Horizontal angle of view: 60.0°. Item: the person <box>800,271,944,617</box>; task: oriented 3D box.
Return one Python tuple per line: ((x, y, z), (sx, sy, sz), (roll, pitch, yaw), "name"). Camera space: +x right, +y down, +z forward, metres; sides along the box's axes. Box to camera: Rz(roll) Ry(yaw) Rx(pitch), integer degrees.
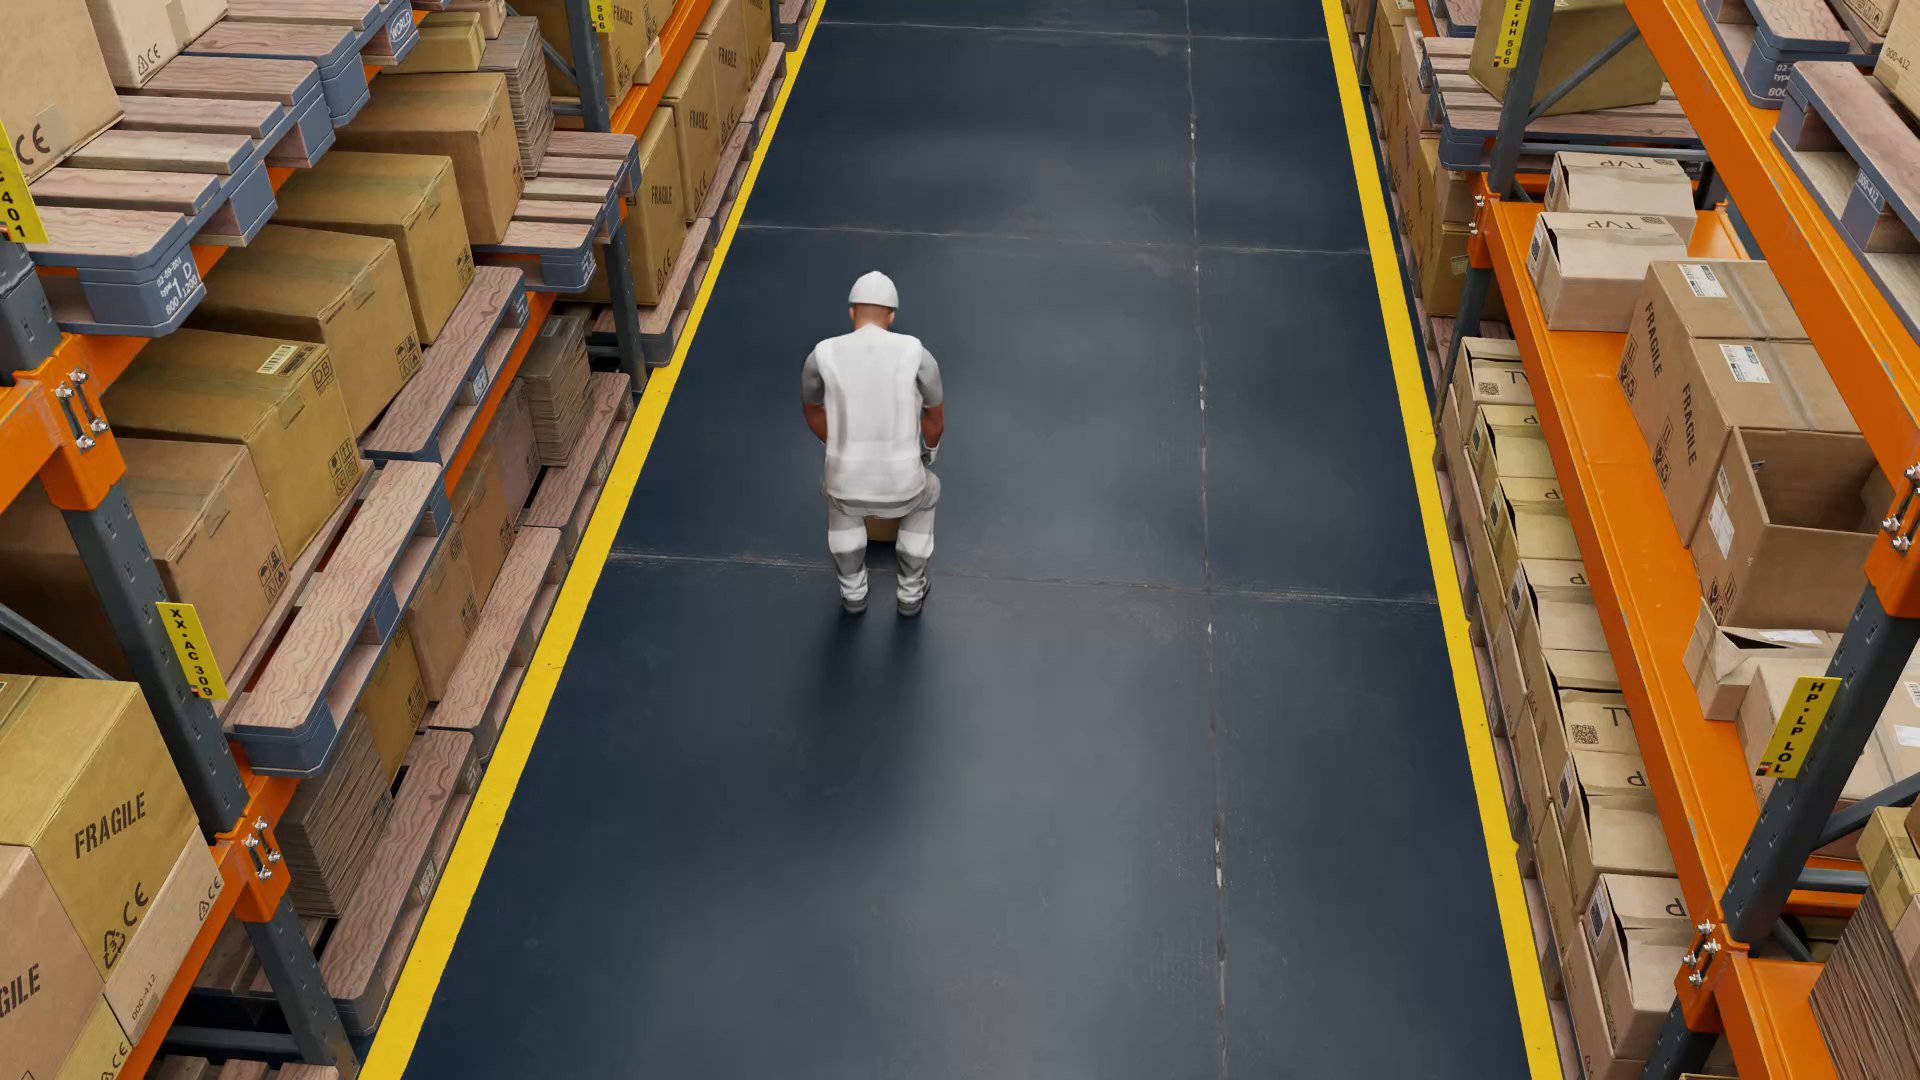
((-0.365, -0.351, 6.857), (0.584, 1.409, 0.766), (3, 40, 4), "person")
